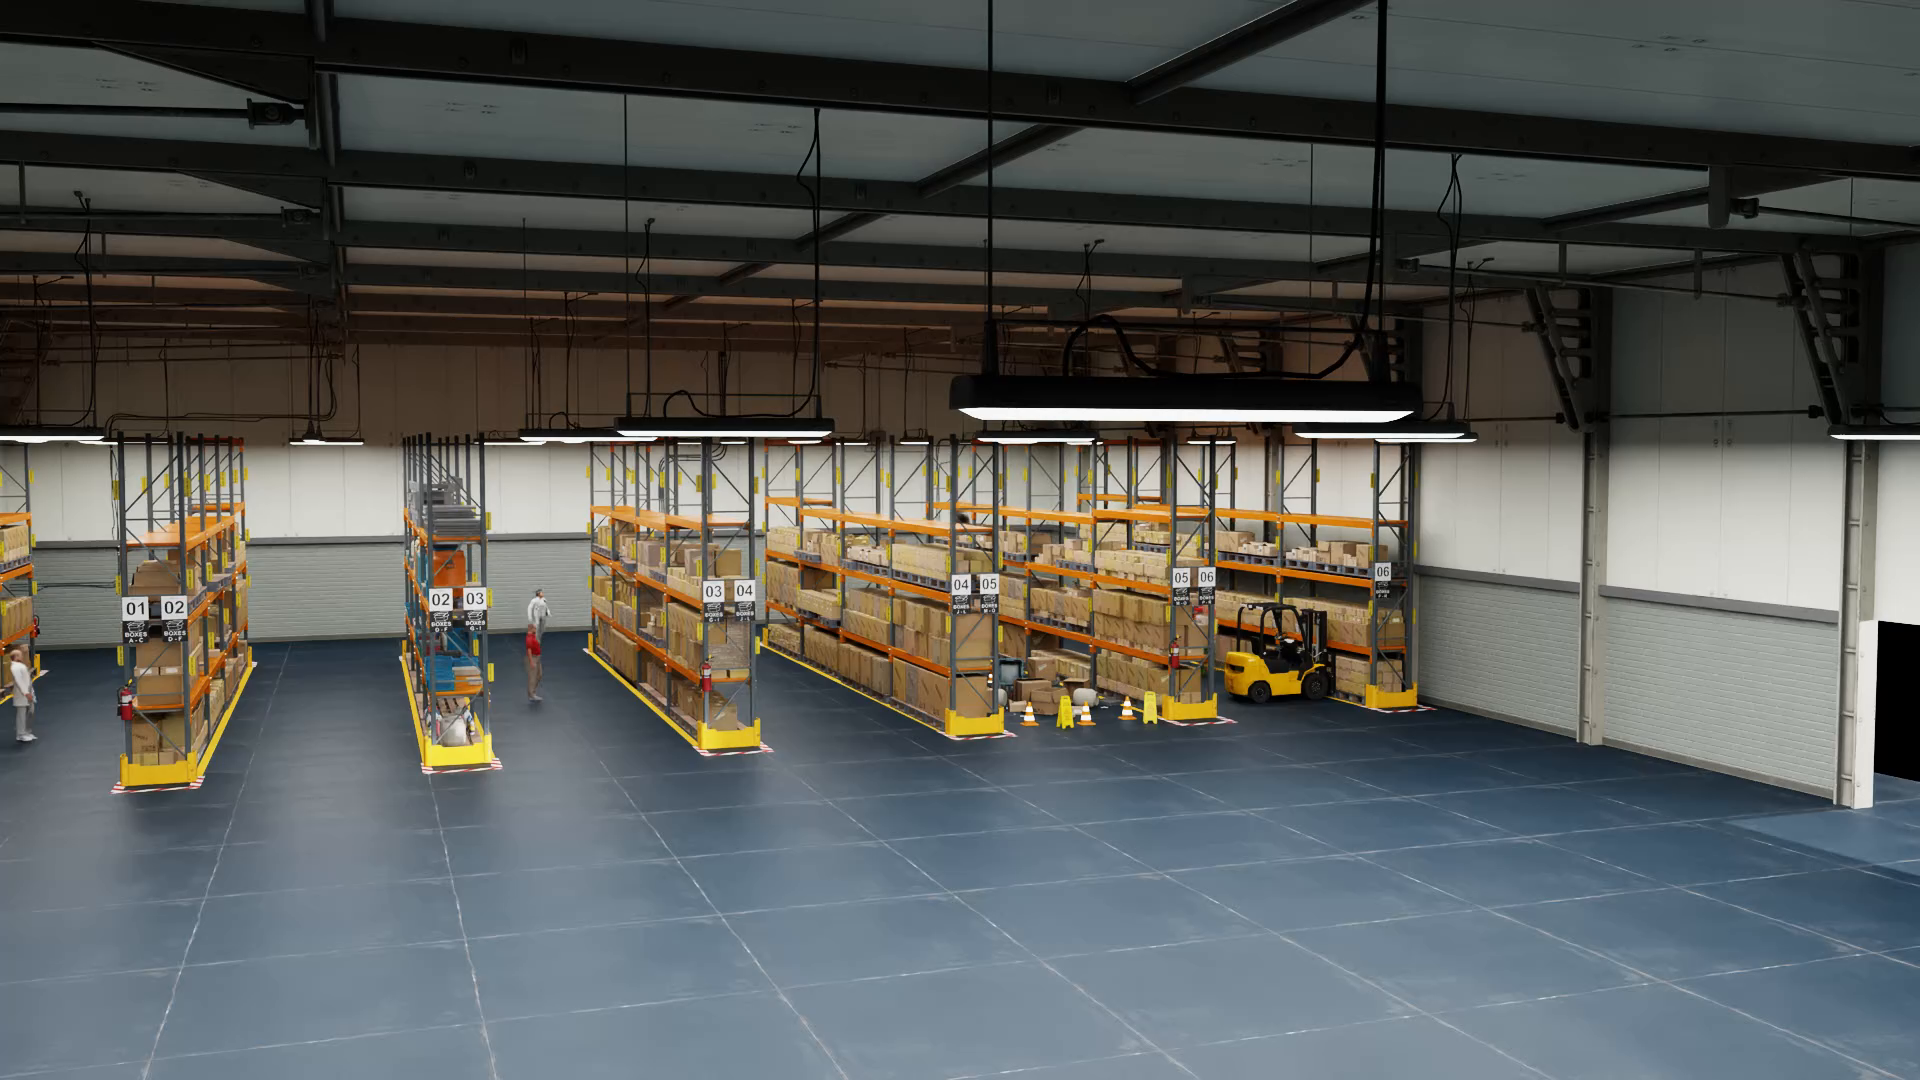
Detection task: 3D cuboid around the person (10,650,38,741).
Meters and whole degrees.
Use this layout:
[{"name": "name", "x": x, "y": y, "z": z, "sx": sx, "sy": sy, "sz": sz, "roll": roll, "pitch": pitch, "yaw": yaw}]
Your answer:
[{"name": "person", "x": -18.322, "y": 3.052, "z": 32.561, "sx": 0.563, "sy": 1.831, "sz": 0.667, "roll": 0, "pitch": 3, "yaw": -3}]

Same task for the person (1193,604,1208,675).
[{"name": "person", "x": 5.966, "y": 2.512, "z": 41.725, "sx": 0.556, "sy": 1.822, "sz": 0.542, "roll": -2, "pitch": 4, "yaw": -32}]

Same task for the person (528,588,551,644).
[{"name": "person", "x": -12.212, "y": 2.243, "z": 48.288, "sx": 0.641, "sy": 1.691, "sz": 0.904, "roll": -1, "pitch": 3, "yaw": -21}]

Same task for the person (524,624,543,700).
[{"name": "person", "x": -9.721, "y": 2.778, "z": 37.862, "sx": 0.493, "sy": 1.752, "sz": 0.611, "roll": 0, "pitch": 3, "yaw": 2}]
